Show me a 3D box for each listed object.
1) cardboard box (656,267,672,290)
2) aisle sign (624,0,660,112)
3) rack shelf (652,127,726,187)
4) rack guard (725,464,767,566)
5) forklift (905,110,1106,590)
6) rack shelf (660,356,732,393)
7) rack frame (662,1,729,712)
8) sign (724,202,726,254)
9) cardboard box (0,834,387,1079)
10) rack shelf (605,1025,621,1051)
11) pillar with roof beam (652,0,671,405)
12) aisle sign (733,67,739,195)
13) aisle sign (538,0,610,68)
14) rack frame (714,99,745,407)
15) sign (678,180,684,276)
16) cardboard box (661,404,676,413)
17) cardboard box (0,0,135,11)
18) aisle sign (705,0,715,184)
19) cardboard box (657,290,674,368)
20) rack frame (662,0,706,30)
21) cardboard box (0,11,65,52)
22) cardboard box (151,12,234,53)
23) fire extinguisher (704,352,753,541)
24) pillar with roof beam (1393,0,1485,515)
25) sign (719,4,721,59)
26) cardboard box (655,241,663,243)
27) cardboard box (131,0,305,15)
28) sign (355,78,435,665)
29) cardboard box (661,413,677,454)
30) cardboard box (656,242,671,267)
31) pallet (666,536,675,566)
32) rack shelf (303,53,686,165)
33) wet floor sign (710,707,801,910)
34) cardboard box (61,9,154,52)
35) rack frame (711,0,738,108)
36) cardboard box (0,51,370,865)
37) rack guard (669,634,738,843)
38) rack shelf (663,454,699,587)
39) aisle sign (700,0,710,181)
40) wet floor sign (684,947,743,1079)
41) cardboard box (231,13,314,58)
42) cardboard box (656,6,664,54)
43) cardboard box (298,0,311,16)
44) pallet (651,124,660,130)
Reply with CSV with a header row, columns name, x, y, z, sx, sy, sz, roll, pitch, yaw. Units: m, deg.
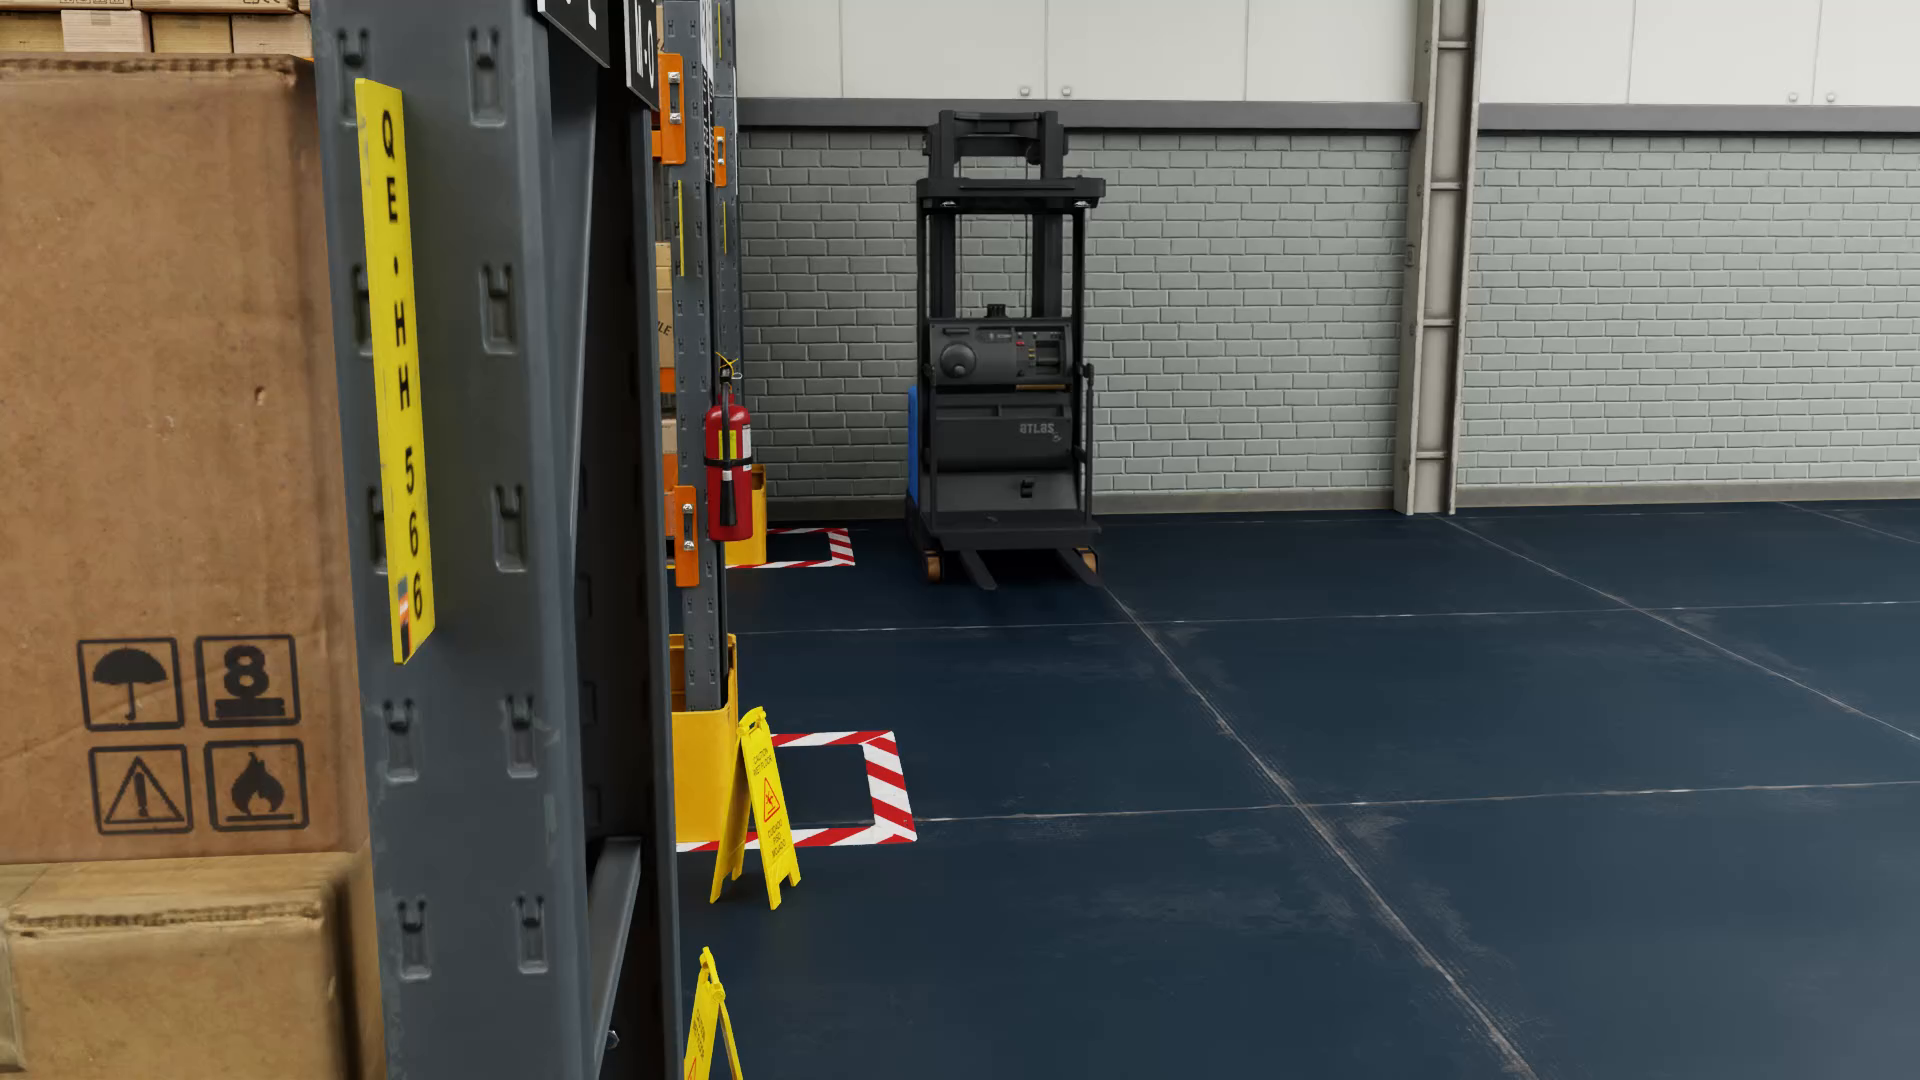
name,x,y,z,sx,sy,sz,roll,pitch,yaw
cardboard box,-1.860,-1.722,10.911,0.250,0.149,0.380,-1,11,-5
aisle sign,-0.333,-0.851,1.683,0.004,0.787,0.394,-1,11,-6
rack shelf,-3.534,-2.493,10.861,4.000,0.370,1.077,-1,11,-6
rack guard,-1.522,-0.190,11.537,0.348,0.500,1.175,-1,11,-6
forklift,0.292,-1.242,10.586,1.130,2.935,3.031,-1,11,-7
rack shelf,-3.534,-1.021,11.151,4.000,0.370,1.077,-1,11,-6
rack frame,-1.006,-0.464,6.452,0.127,3.000,1.000,-1,11,-6
sign,-1.501,-1.996,10.628,0.005,0.325,0.100,-1,11,-6
cardboard box,-0.735,0.426,1.536,0.550,0.550,0.875,-1,11,-6
rack shelf,-2.360,0.878,1.491,4.000,0.370,1.077,-1,11,-6
pillar with roof beam,-1.871,-3.692,7.320,0.400,9.000,9.100,-1,11,-6
aisle sign,-1.449,-2.636,10.763,0.004,0.787,0.394,-1,11,-6
aisle sign,-0.268,-0.736,1.098,0.004,0.787,0.394,-1,11,-6
rack frame,-1.546,-1.416,11.293,0.127,3.000,1.000,-1,11,-6
sign,-0.966,-1.080,5.766,0.005,0.325,0.100,-1,11,-6
cardboard box,-2.044,-0.789,11.555,0.500,0.250,0.500,-1,11,-7
cardboard box,-3.003,-1.913,5.663,0.500,0.250,0.500,-1,11,-6
aisle sign,-0.978,-1.800,6.510,0.004,0.787,0.394,-1,11,-6
cardboard box,-2.007,-1.404,10.975,0.500,0.500,0.500,-1,11,-7
rack frame,-1.006,-3.408,5.873,0.127,3.000,1.000,-1,11,-6
cardboard box,-3.111,-1.721,5.719,0.250,0.149,0.380,-1,11,-6
cardboard box,-2.607,-1.730,5.767,0.250,0.149,0.380,-2,11,-8
fire extinguisher,-0.843,-0.340,6.022,0.183,0.674,0.296,-1,11,-6
pillar with roof beam,4.094,-3.817,7.956,0.400,9.000,9.100,-1,11,-6
sign,-1.501,-3.179,10.395,0.005,0.325,0.100,-1,11,-6
cardboard box,-2.174,-1.969,11.398,0.250,0.149,0.380,-1,11,-4
cardboard box,-2.501,-1.924,5.719,0.500,0.250,0.500,-1,11,-4
sign,-0.326,-0.097,0.968,0.005,0.325,0.100,-1,11,-6
cardboard box,-1.970,-0.694,11.068,0.500,0.250,0.500,-1,11,-4
cardboard box,-1.879,-1.881,10.949,0.250,0.149,0.380,-1,11,-6
pallet,-2.302,-0.024,11.440,1.213,0.211,1.003,-1,11,-6
rack shelf,-2.995,-1.541,6.020,4.000,0.370,1.077,-1,11,-6
wet floor sign,-0.702,0.893,5.655,0.232,0.644,0.267,3,11,14
cardboard box,-2.853,-1.711,5.670,0.250,0.149,0.380,-1,11,-7
rack frame,-1.546,-4.359,10.714,0.127,3.000,1.000,-1,11,-6
cardboard box,-0.744,-0.120,1.513,0.550,0.550,0.875,-1,11,-6
rack guard,-1.082,0.764,6.685,0.348,0.500,1.175,-1,11,-6
rack shelf,-2.995,-0.069,6.309,4.000,0.370,1.077,-1,11,-6
aisle sign,-0.913,-1.685,5.924,0.004,0.787,0.394,-1,11,-6
wet floor sign,-0.556,1.258,3.795,0.232,0.644,0.267,-3,12,-16
cardboard box,-2.344,-1.734,5.788,0.250,0.149,0.380,-1,11,-7
cardboard box,-1.960,-3.136,10.659,0.500,0.500,0.500,-1,11,-4
cardboard box,-1.988,-1.938,5.792,0.500,0.250,0.500,-1,11,-7
pallet,-2.252,-2.834,10.963,1.213,0.211,1.003,-1,11,-6
